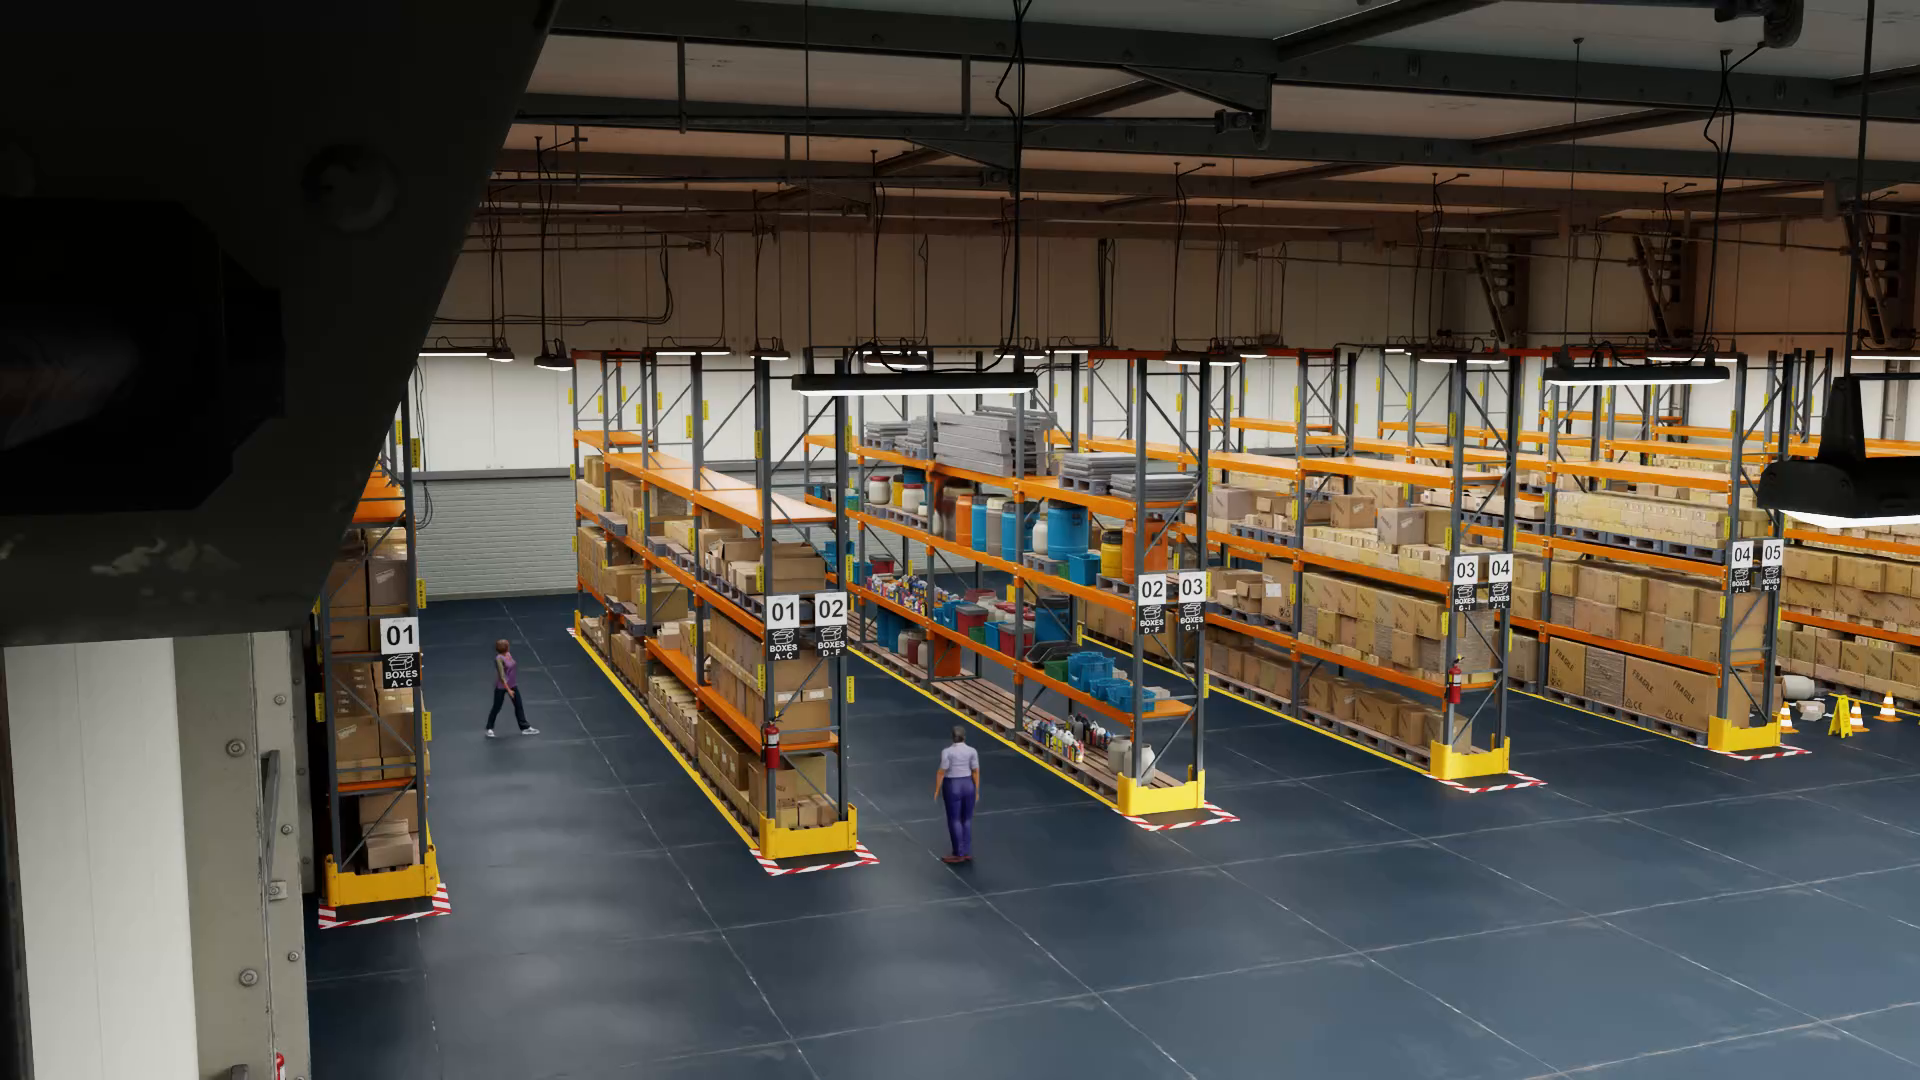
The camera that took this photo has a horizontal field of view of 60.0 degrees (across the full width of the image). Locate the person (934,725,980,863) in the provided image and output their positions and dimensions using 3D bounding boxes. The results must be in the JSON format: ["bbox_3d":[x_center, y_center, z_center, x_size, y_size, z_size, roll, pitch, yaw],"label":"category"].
[{"bbox_3d":[-0.027,3.048,19.979,0.532,1.672,0.410,-3,8,-21],"label":"person"}]

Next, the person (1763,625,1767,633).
[{"bbox_3d":[16.113,1.345,33.264,0.624,1.754,0.586,5,9,35],"label":"person"}]

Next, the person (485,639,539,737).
[{"bbox_3d":[-7.087,2.307,26.111,0.771,1.557,0.511,3,8,23],"label":"person"}]
